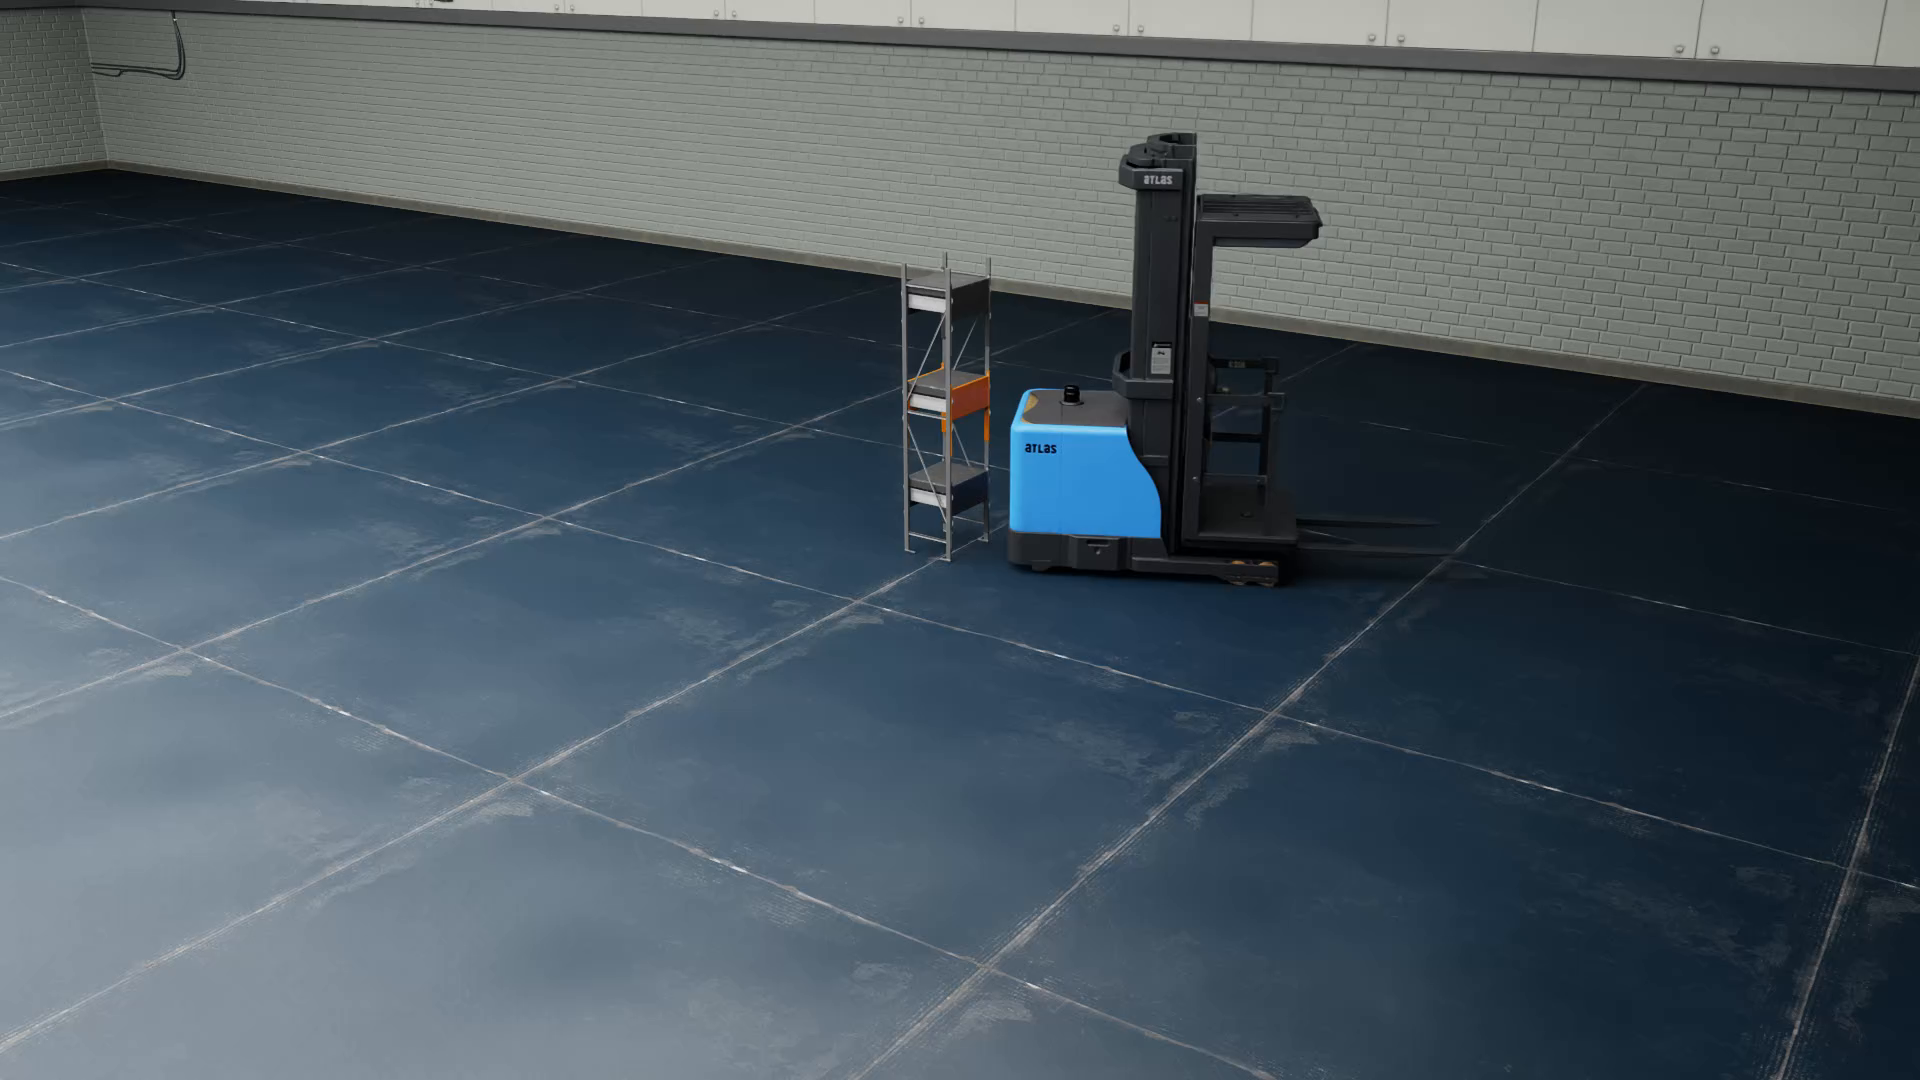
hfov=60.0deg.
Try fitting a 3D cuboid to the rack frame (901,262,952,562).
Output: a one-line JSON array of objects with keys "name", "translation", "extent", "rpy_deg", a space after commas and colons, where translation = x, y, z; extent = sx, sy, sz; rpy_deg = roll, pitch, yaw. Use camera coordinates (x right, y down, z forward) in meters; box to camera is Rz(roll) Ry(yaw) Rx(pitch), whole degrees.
[{"name": "rack frame", "translation": [-0.230, -0.867, 11.583], "extent": [0.400, 2.100, 0.015], "rpy_deg": [13, 24, 32]}]

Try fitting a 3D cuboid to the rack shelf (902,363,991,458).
[{"name": "rack shelf", "translation": [-0.093, -0.925, 11.777], "extent": [0.431, 0.518, 0.480], "rpy_deg": [13, 24, 32]}]

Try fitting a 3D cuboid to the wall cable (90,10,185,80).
[{"name": "wall cable", "translation": [-14.678, -9.403, 29.190], "extent": [3.097, 2.526, 0.112], "rpy_deg": [13, 24, 32]}]

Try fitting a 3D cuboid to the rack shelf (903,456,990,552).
[{"name": "rack shelf", "translation": [-0.093, -0.268, 12.020], "extent": [0.431, 0.518, 0.480], "rpy_deg": [13, 24, 32]}]

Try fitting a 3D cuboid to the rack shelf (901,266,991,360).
[{"name": "rack shelf", "translation": [-0.093, -1.581, 11.534], "extent": [0.431, 0.518, 0.480], "rpy_deg": [13, 24, 32]}]

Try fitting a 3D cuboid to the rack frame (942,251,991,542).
[{"name": "rack frame", "translation": [0.044, -1.007, 11.962], "extent": [0.400, 2.100, 0.015], "rpy_deg": [13, 24, 32]}]

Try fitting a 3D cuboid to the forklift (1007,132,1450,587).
[{"name": "forklift", "translation": [1.890, -1.252, 11.424], "extent": [3.031, 2.935, 1.130], "rpy_deg": [3, 20, 7]}]

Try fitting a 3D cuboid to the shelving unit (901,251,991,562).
[{"name": "shelving unit", "translation": [-0.093, -0.937, 11.772], "extent": [0.431, 2.100, 0.503], "rpy_deg": [13, 24, 32]}]
